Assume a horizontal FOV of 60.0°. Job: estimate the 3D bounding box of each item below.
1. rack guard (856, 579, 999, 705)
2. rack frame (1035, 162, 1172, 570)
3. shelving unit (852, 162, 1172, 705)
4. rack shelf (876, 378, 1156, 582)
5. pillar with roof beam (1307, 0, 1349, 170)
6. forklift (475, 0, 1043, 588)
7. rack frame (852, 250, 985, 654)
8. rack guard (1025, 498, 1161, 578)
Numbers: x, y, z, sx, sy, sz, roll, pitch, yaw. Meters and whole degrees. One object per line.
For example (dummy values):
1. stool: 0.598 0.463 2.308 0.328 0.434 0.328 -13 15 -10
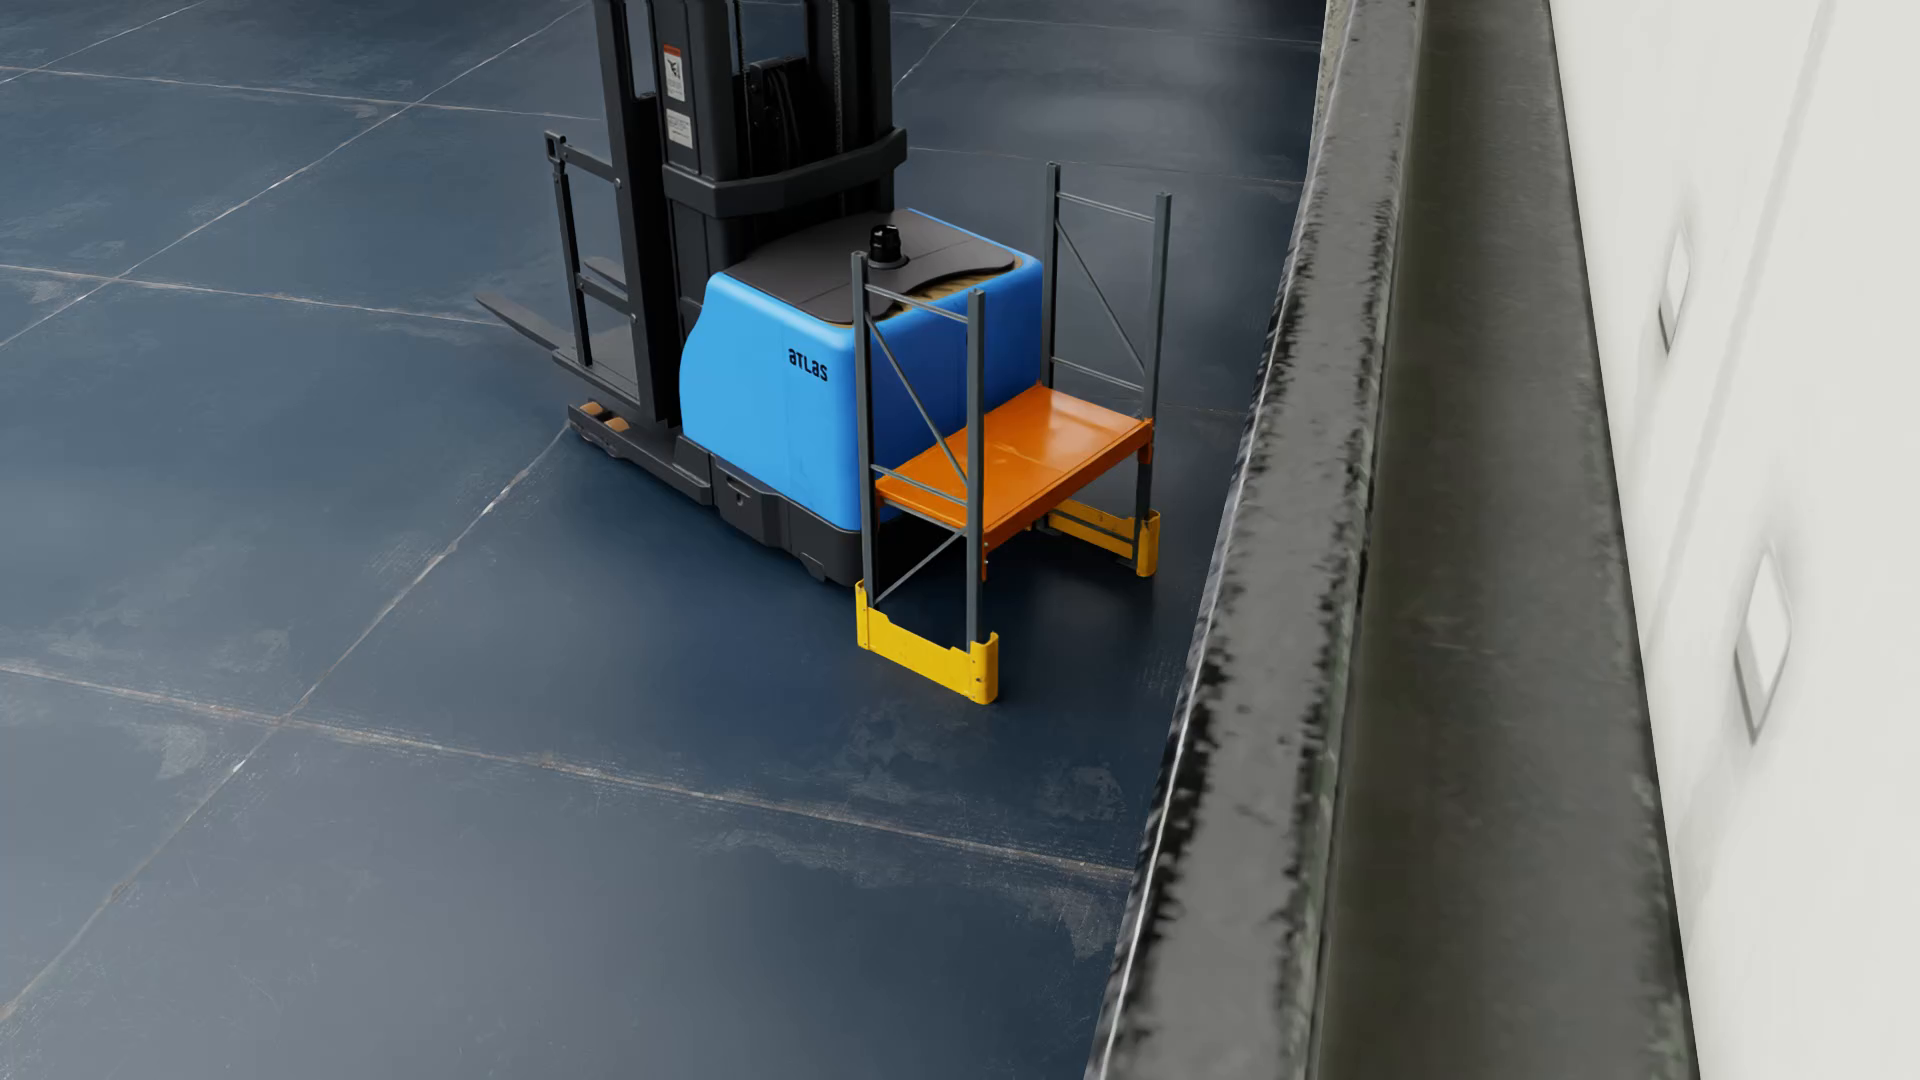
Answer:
1. rack guard: -0.118 0.345 5.755 0.587 0.250 0.087 23 39 32
2. rack frame: 0.504 -0.601 6.078 0.500 1.500 0.032 23 39 32
3. shelving unit: 0.192 -0.392 5.748 0.587 1.500 1.083 23 39 32
4. rack shelf: 0.187 -0.236 5.839 0.538 0.185 1.000 23 39 32
5. pillar with roof beam: -3.228 -3.330 3.381 9.100 9.000 0.400 8 33 12
6. forklift: -1.041 -1.758 6.563 1.130 2.935 3.031 -27 41 -36
7. rack frame: -0.130 -0.175 5.407 0.500 1.500 0.032 23 39 32
8. rack guard: 0.503 -0.073 6.412 0.587 0.250 0.087 23 39 32
